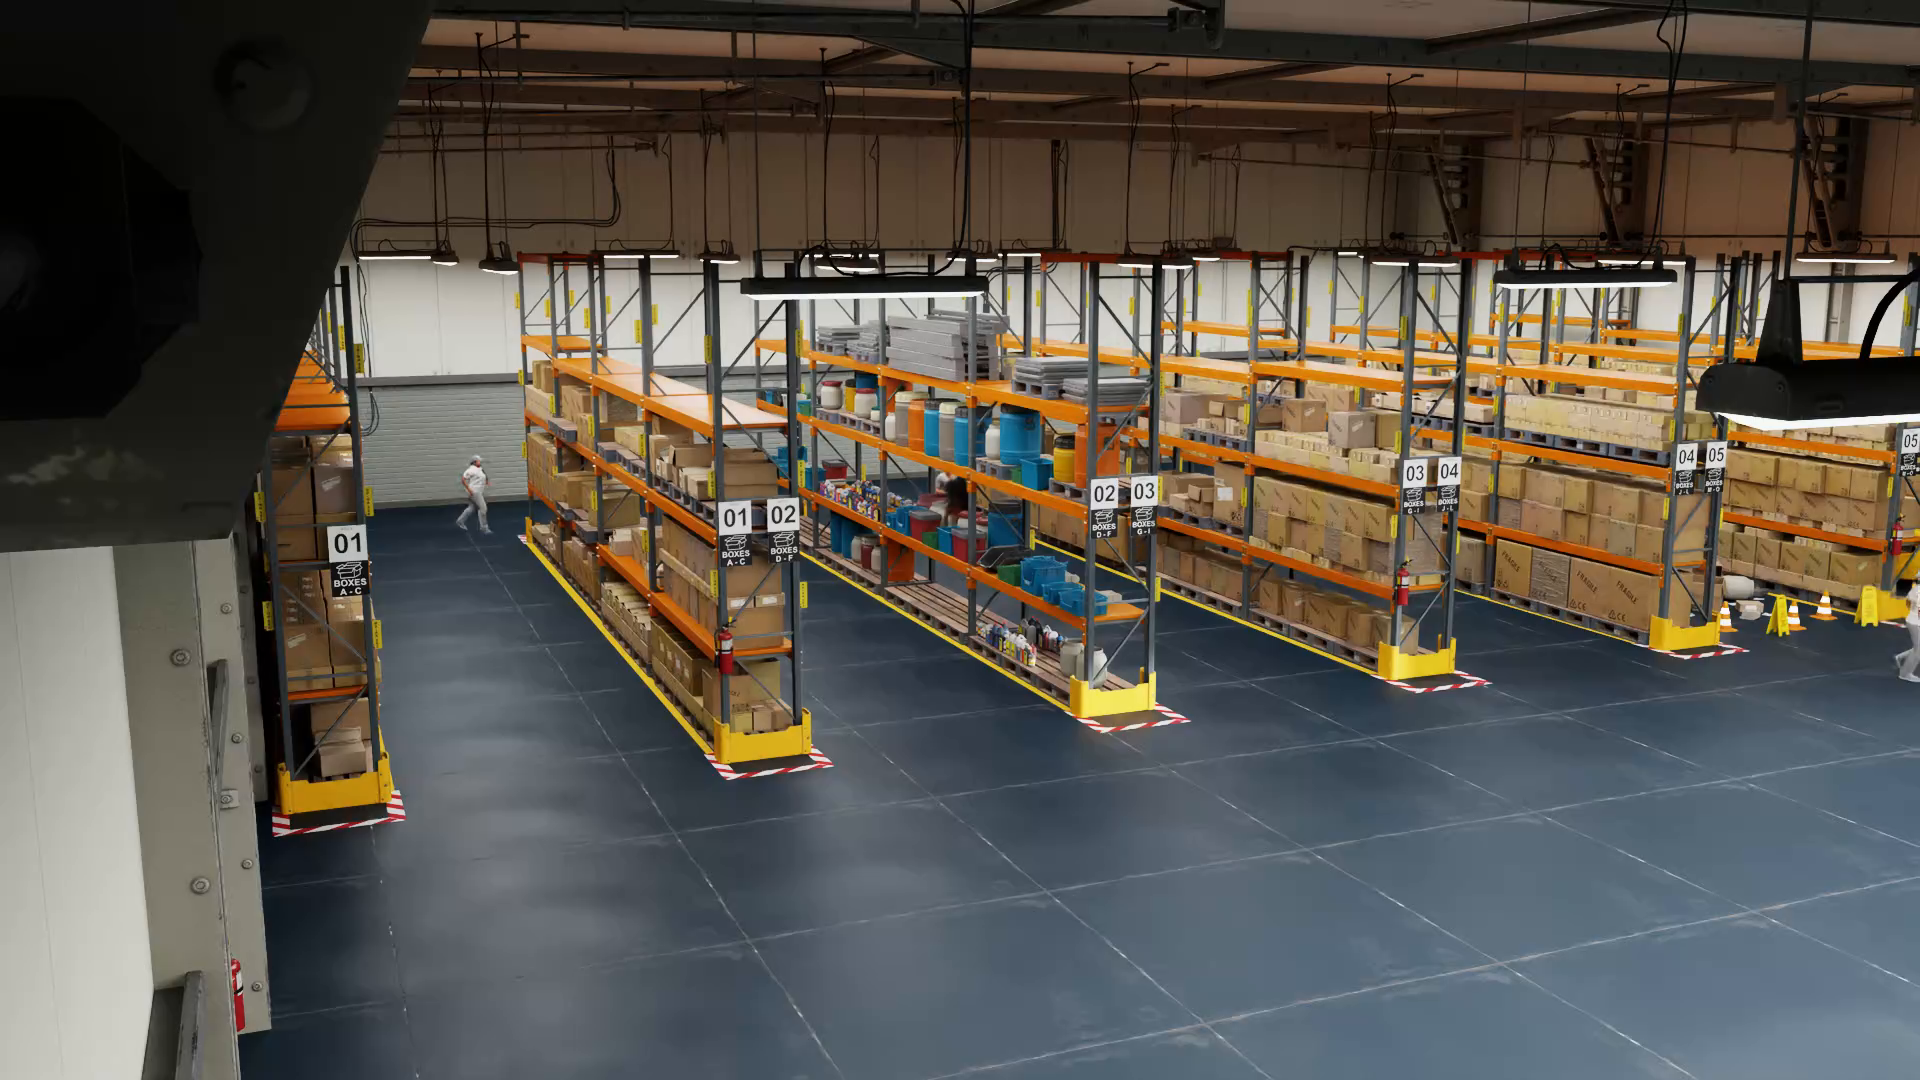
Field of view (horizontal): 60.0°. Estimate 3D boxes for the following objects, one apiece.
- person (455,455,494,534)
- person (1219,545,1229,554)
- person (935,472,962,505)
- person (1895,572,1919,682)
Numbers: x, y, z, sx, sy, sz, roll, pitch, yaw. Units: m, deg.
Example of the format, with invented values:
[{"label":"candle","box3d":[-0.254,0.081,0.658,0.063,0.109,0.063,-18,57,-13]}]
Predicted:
[{"label":"person","box3d":[-10.465,-0.981,35.769,0.823,1.708,0.596,0,10,-2]},{"label":"person","box3d":[5.317,-0.304,32.513,0.525,1.526,0.663,-6,12,-29]},{"label":"person","box3d":[-0.235,-0.735,34.094,0.680,1.839,0.831,-6,12,-30]},{"label":"person","box3d":[13.790,1.214,23.810,0.553,1.669,0.564,4,11,23]}]
